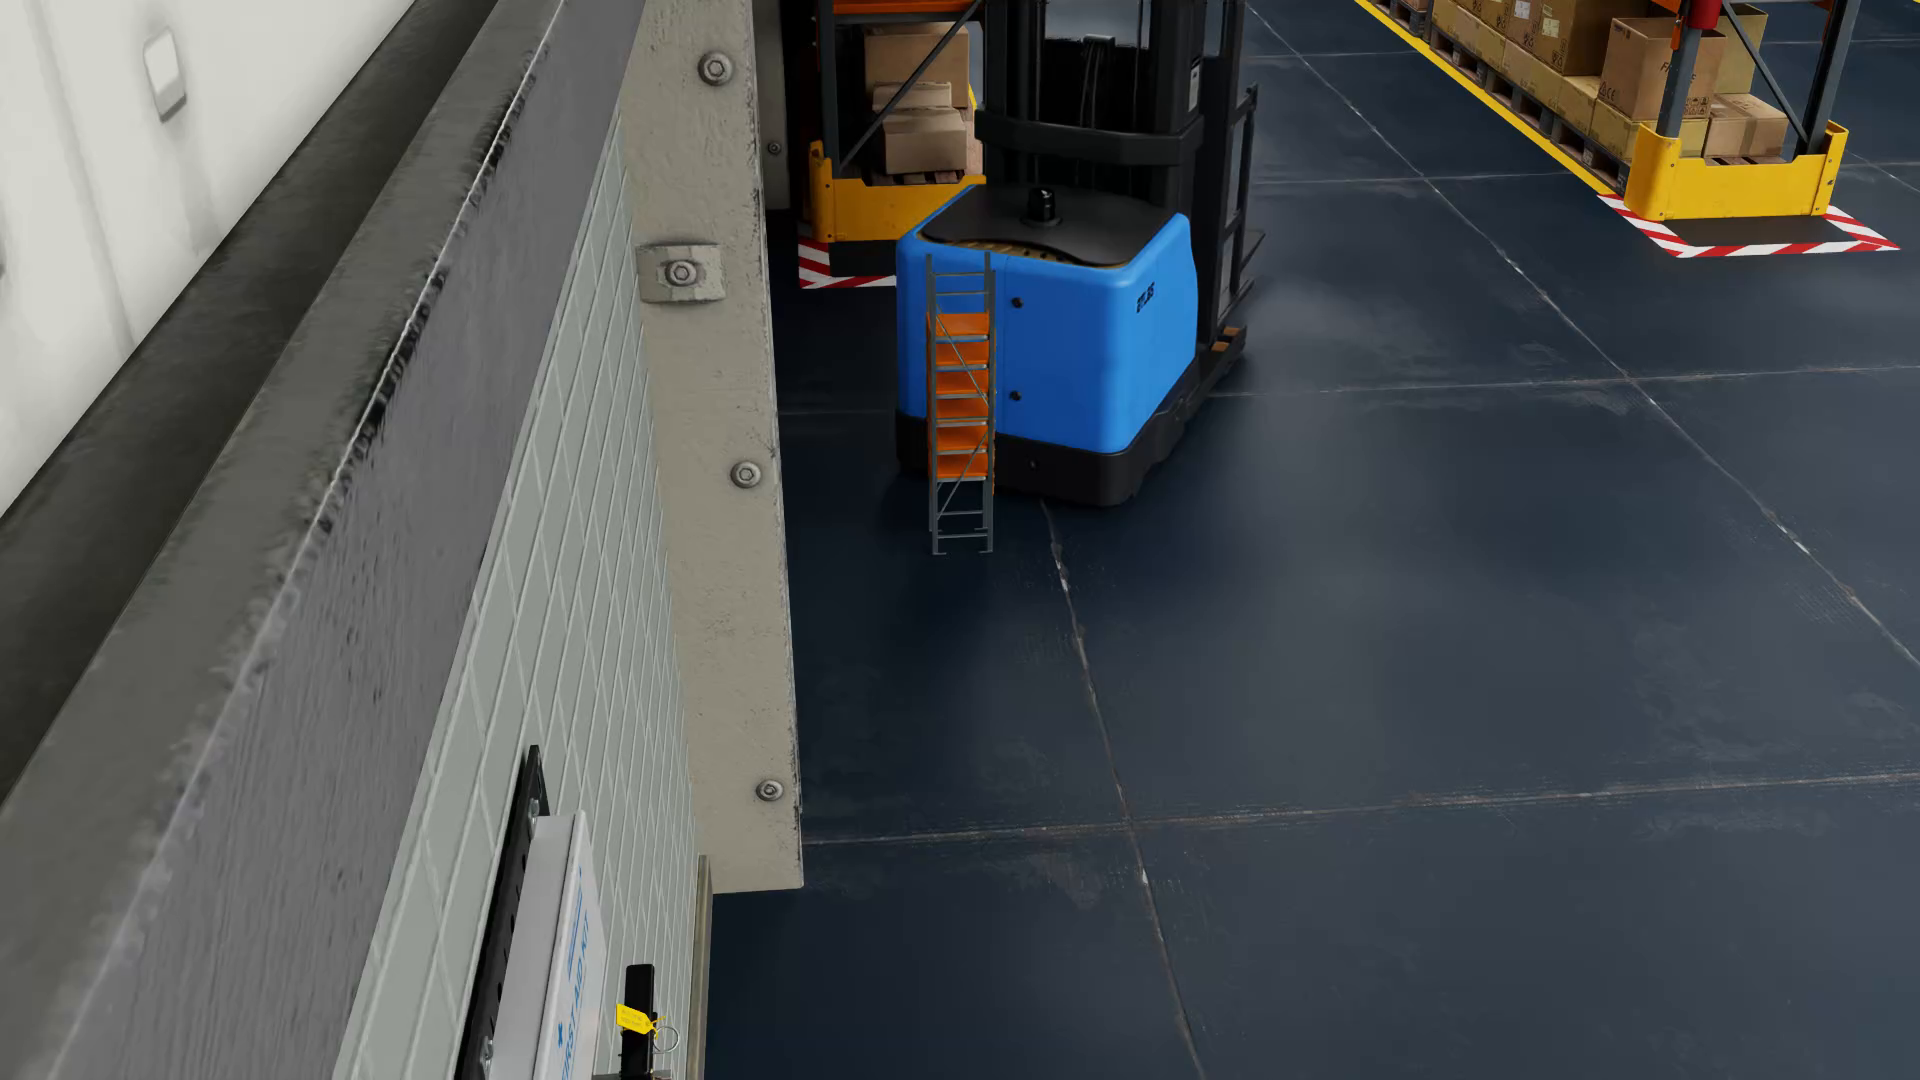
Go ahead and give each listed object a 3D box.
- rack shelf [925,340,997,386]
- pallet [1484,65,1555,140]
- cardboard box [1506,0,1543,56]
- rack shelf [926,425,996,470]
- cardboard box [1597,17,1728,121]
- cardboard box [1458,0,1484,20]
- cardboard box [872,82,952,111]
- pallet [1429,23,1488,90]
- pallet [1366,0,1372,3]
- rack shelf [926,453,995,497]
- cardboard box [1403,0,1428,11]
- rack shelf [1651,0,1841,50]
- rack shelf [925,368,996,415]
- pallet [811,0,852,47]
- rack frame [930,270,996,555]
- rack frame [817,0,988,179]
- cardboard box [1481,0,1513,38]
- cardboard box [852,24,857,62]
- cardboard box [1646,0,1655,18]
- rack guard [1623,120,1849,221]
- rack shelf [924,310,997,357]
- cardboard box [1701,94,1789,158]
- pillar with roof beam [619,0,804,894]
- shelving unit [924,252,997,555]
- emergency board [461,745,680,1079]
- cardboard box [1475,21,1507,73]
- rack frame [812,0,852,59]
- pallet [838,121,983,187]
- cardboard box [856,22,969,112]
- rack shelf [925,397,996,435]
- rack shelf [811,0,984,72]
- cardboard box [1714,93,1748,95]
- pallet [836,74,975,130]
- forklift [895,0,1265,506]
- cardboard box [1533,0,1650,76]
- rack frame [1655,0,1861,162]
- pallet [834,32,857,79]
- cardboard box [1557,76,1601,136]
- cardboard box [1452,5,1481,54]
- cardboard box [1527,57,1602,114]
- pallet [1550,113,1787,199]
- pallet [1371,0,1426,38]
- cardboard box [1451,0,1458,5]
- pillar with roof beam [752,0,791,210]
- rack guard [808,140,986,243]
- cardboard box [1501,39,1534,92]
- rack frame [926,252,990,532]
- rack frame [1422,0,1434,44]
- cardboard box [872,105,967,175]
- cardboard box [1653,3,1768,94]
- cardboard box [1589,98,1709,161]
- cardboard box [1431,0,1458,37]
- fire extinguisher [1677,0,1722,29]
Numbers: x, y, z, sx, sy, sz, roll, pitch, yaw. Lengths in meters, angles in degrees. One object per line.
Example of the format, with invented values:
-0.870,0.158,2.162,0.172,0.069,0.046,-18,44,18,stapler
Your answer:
0.001,-0.676,6.330,0.258,0.103,0.180,-3,31,-5,rack shelf
4.431,-3.136,11.794,1.003,0.211,1.213,-3,31,-5,pallet
4.155,-3.670,11.509,0.500,0.500,0.500,-3,31,-5,cardboard box
0.001,-0.367,6.514,0.258,0.103,0.180,-3,31,-5,rack shelf
4.308,-2.905,10.228,0.500,0.500,0.500,-3,31,-5,cardboard box
4.067,-4.181,12.364,0.500,0.500,0.500,-3,31,-5,cardboard box
-0.305,-2.767,10.651,0.500,0.311,0.500,0,31,0,cardboard box
4.313,-3.760,12.840,1.003,0.211,1.213,-3,31,-5,pallet
4.056,-5.167,15.194,1.003,0.211,1.213,-3,31,-5,pallet
0.001,-0.264,6.576,0.258,0.103,0.180,-3,31,-5,rack shelf
3.953,-4.563,13.736,0.500,0.250,0.500,-3,31,-5,cardboard box
4.468,-4.036,11.283,1.077,0.370,4.000,-3,31,-5,rack shelf
0.001,-0.573,6.391,0.258,0.103,0.180,-3,31,-5,rack shelf
-0.725,-4.327,13.788,1.003,0.211,1.213,-3,31,-5,pallet
0.010,-0.461,6.352,0.240,1.200,0.006,-3,31,-5,rack frame
-0.277,-3.084,8.988,1.000,3.000,0.127,-3,31,-5,rack frame
4.106,-3.925,11.936,0.500,0.500,0.500,-3,31,-5,cardboard box
-0.514,-3.714,12.051,0.500,0.500,0.500,-5,31,-8,cardboard box
4.718,-3.439,11.123,0.500,0.500,0.500,-3,31,-5,cardboard box
4.657,-2.238,10.009,1.175,0.500,0.348,-3,31,-5,rack guard
0.001,-0.779,6.268,0.258,0.103,0.180,-3,31,-5,rack shelf
4.826,-2.608,10.462,0.500,0.250,0.500,-3,31,-5,cardboard box
3.643,-3.118,3.195,9.100,9.000,0.400,-3,31,-5,pillar with roof beam
0.001,-0.508,6.430,0.258,1.200,0.189,-3,31,-5,shelving unit
-0.450,0.927,2.273,0.194,1.169,0.643,-3,31,-5,emergency board
4.106,-3.603,12.129,0.500,0.250,0.500,-3,31,-5,cardboard box
-0.651,-5.126,12.407,1.000,3.000,0.127,-3,31,-5,rack frame
-0.325,-2.342,10.465,1.003,0.211,1.213,-3,31,-5,pallet
-0.324,-3.225,11.233,0.700,0.500,0.500,-5,31,-8,cardboard box
0.001,-0.470,6.453,0.258,0.103,0.180,-3,31,-5,rack shelf
-0.464,-3.796,10.882,1.077,0.370,4.000,-3,31,-5,rack shelf
4.776,-2.863,10.889,0.500,0.250,0.500,-3,31,-5,cardboard box
-0.436,-2.964,11.506,1.003,0.211,1.213,-3,31,-5,pallet
0.773,-2.136,7.468,1.130,2.935,3.031,12,33,20,forklift
4.200,-3.414,11.082,0.500,0.500,0.500,-3,31,-5,cardboard box
4.655,-3.323,9.389,1.000,3.000,0.127,-3,31,-5,rack frame
-0.553,-3.588,12.551,1.003,0.211,1.213,-3,31,-5,pallet
4.252,-2.837,10.847,0.500,0.250,0.500,-3,31,-5,cardboard box
4.064,-3.859,12.557,0.500,0.250,0.500,-3,31,-5,cardboard box
4.203,-3.093,11.274,0.500,0.250,0.500,-3,31,-5,cardboard box
4.541,-2.515,10.754,1.003,0.211,1.213,-3,31,-5,pallet
4.173,-4.543,14.149,1.003,0.211,1.213,-3,31,-5,pallet
4.012,-4.435,12.791,0.500,0.500,0.500,-3,31,-5,cardboard box
3.082,-6.182,8.324,9.100,9.000,0.400,-3,31,-5,pillar with roof beam
-0.284,-2.050,9.694,1.175,0.500,0.348,-3,31,-5,rack guard
4.158,-3.348,11.702,0.500,0.250,0.500,-3,31,-5,cardboard box
-0.007,-0.554,6.508,0.240,1.200,0.006,-3,31,-5,rack frame
4.281,-5.365,12.808,1.000,3.000,0.127,-3,31,-5,rack frame
-0.252,-2.476,10.163,0.500,0.311,0.500,-6,31,-10,cardboard box
4.777,-3.185,10.697,0.500,0.500,0.500,-3,31,-5,cardboard box
4.310,-2.583,10.421,0.500,0.250,0.500,-3,31,-5,cardboard box
4.022,-4.114,12.984,0.500,0.250,0.500,-3,31,-5,cardboard box
4.203,-3.207,9.270,0.296,0.674,0.183,-3,31,-5,fire extinguisher
